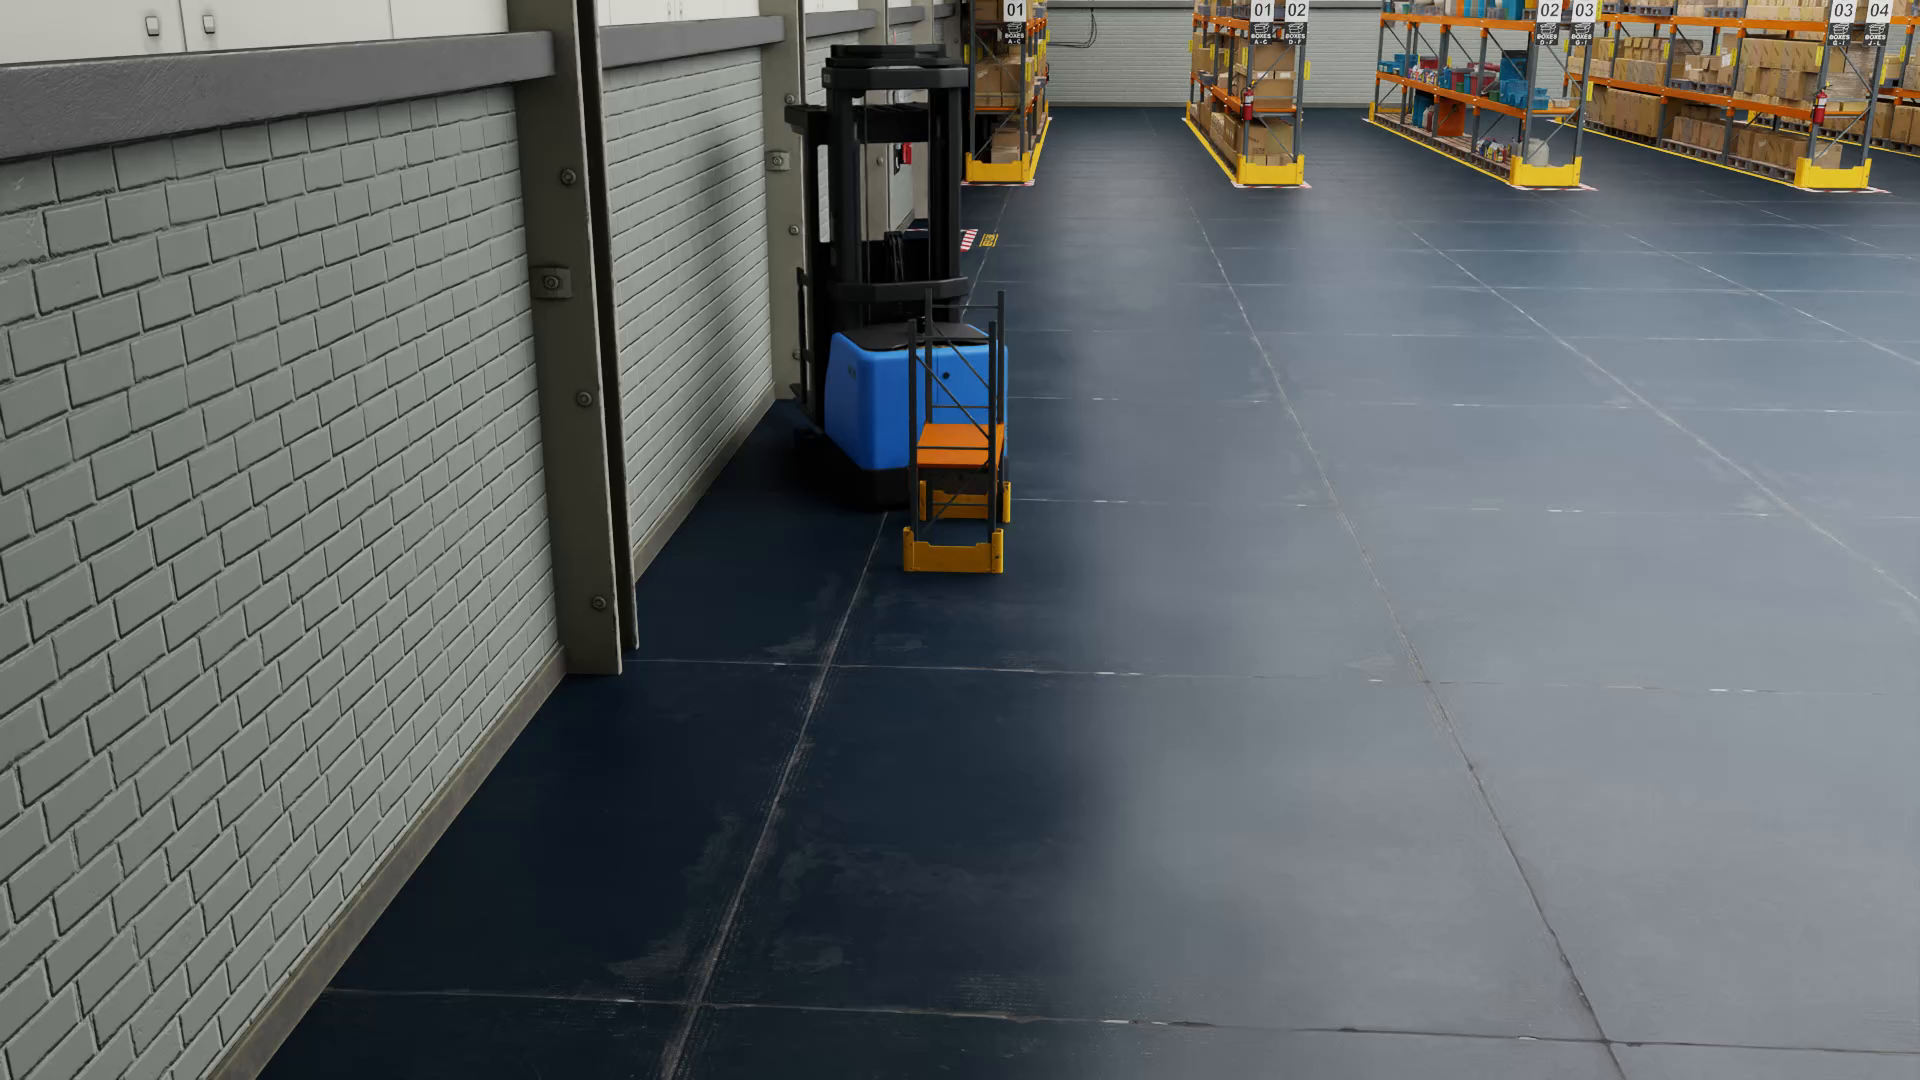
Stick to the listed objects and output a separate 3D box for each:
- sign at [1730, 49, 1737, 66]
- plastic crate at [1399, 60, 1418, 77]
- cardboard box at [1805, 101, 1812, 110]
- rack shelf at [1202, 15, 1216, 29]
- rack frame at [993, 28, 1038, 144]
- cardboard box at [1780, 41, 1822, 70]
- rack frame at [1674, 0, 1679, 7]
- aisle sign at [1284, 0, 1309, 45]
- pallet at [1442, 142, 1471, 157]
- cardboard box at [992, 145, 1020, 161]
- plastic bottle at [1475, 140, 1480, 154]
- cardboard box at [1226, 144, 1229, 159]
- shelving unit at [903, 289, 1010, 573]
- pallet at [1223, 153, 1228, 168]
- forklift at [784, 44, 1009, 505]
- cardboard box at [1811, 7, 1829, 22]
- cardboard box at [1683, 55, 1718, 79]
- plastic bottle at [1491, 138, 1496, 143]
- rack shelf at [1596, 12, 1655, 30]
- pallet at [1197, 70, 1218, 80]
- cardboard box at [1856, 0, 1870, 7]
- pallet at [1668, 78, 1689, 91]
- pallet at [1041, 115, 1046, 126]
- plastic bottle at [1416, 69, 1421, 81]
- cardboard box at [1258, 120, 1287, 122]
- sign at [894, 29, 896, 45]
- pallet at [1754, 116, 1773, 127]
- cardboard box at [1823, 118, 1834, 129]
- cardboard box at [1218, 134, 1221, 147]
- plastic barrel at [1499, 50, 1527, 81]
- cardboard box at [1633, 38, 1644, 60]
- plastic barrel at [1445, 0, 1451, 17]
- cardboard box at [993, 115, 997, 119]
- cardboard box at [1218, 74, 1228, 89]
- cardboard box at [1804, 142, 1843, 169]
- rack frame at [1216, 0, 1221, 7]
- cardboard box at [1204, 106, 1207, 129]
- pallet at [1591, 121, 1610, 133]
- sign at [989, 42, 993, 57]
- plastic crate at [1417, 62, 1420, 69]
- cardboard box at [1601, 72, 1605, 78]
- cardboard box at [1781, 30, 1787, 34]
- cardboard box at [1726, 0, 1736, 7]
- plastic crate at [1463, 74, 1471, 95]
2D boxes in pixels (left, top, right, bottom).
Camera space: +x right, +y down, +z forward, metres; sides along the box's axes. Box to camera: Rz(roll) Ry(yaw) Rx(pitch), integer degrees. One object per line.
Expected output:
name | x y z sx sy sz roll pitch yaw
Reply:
sign | 15.236 -9.503 32.748 0.100 0.325 0.005 1 18 4
plastic crate | 11.116 -11.710 41.272 0.392 0.384 0.575 1 18 4
cardboard box | 15.336 -7.750 29.662 0.380 0.149 0.250 1 18 4
rack shelf | 6.339 -12.111 38.904 1.077 0.370 4.000 1 18 4
rack frame | 1.255 -10.515 37.697 1.000 3.000 0.127 1 18 4
cardboard box | 15.364 -8.850 30.371 0.500 0.500 0.500 1 18 4
rack frame | 16.076 -13.035 35.751 1.000 3.000 0.127 1 18 4
aisle sign | 5.923 -9.129 29.292 0.394 0.787 0.004 1 18 4
pallet | 10.952 -8.351 35.571 1.003 0.211 1.213 1 18 4
cardboard box | 0.861 -7.352 31.655 0.500 0.311 0.500 3 18 8
plastic bottle | 10.389 -7.875 33.315 0.097 0.271 0.097 0 18 0
cardboard box | 5.491 -7.609 32.569 0.500 0.250 0.500 1 18 4
shelving unit | -0.005 -0.689 10.117 0.587 1.500 1.083 1 18 4
pallet | 5.810 -7.593 33.255 1.003 0.211 1.213 1 18 4
forklift | -0.606 -2.040 11.941 1.130 2.935 3.031 -6 19 -17
cardboard box | 15.284 -9.209 29.133 0.500 0.250 0.500 2 18 5
cardboard box | 16.077 -10.262 36.089 0.500 0.500 0.500 -1 18 -3
plastic bottle | 10.521 -7.758 32.828 0.144 0.351 0.185 1 18 4
rack shelf | 16.506 -13.131 42.017 1.077 0.370 4.000 1 18 4
pallet | 6.316 -11.311 40.434 1.003 0.211 1.213 1 18 4
cardboard box | 15.753 -9.323 28.841 0.380 0.149 0.250 1 18 4
pallet | 16.131 -9.869 36.032 1.213 0.211 1.003 1 18 4
pallet | 1.759 -11.047 43.798 1.003 0.211 1.213 1 18 4
plastic bottle | 10.943 -11.055 39.542 0.152 0.276 0.135 1 18 4
cardboard box | 5.993 -7.798 31.941 0.500 0.500 0.500 1 18 4
sign | -0.877 -6.739 22.448 0.001 0.298 0.199 1 18 4
pallet | 21.491 -10.926 43.428 1.003 0.211 1.213 1 18 4
cardboard box | 20.985 -10.072 39.684 0.500 0.500 0.500 2 18 6
cardboard box | 5.688 -8.349 34.827 0.500 0.250 0.500 1 18 3
plastic barrel | 11.179 -9.403 33.498 0.600 0.901 0.708 1 18 4
cardboard box | 16.265 -11.539 39.049 0.797 0.503 0.637 1 18 5
plastic barrel | 10.808 -11.683 36.264 0.421 0.512 0.421 0 18 0
cardboard box | 1.102 -9.154 36.851 0.700 0.500 0.500 1 18 4
cardboard box | 5.938 -10.090 36.542 0.500 0.311 0.500 1 18 3
cardboard box | 15.564 -6.904 30.017 0.500 0.500 0.500 5 19 14
rack frame | 6.196 -13.257 36.429 1.000 3.000 0.127 1 18 4
cardboard box | 6.097 -10.047 39.575 0.500 0.500 0.500 1 18 2
pallet | 16.496 -10.335 41.626 1.003 0.211 1.213 1 18 4
sign | 0.701 -11.077 37.551 0.100 0.325 0.005 1 18 4
plastic crate | 11.716 -11.979 42.257 0.437 0.282 0.530 1 18 4
cardboard box | 16.076 -11.489 41.071 0.380 0.149 0.250 2 18 5
cardboard box | 21.203 -12.739 42.239 0.500 0.500 0.500 1 18 3
cardboard box | 15.989 -11.052 33.677 0.797 0.503 0.637 2 18 6
plastic crate | 10.618 -9.394 34.300 0.392 0.384 0.575 1 18 4
